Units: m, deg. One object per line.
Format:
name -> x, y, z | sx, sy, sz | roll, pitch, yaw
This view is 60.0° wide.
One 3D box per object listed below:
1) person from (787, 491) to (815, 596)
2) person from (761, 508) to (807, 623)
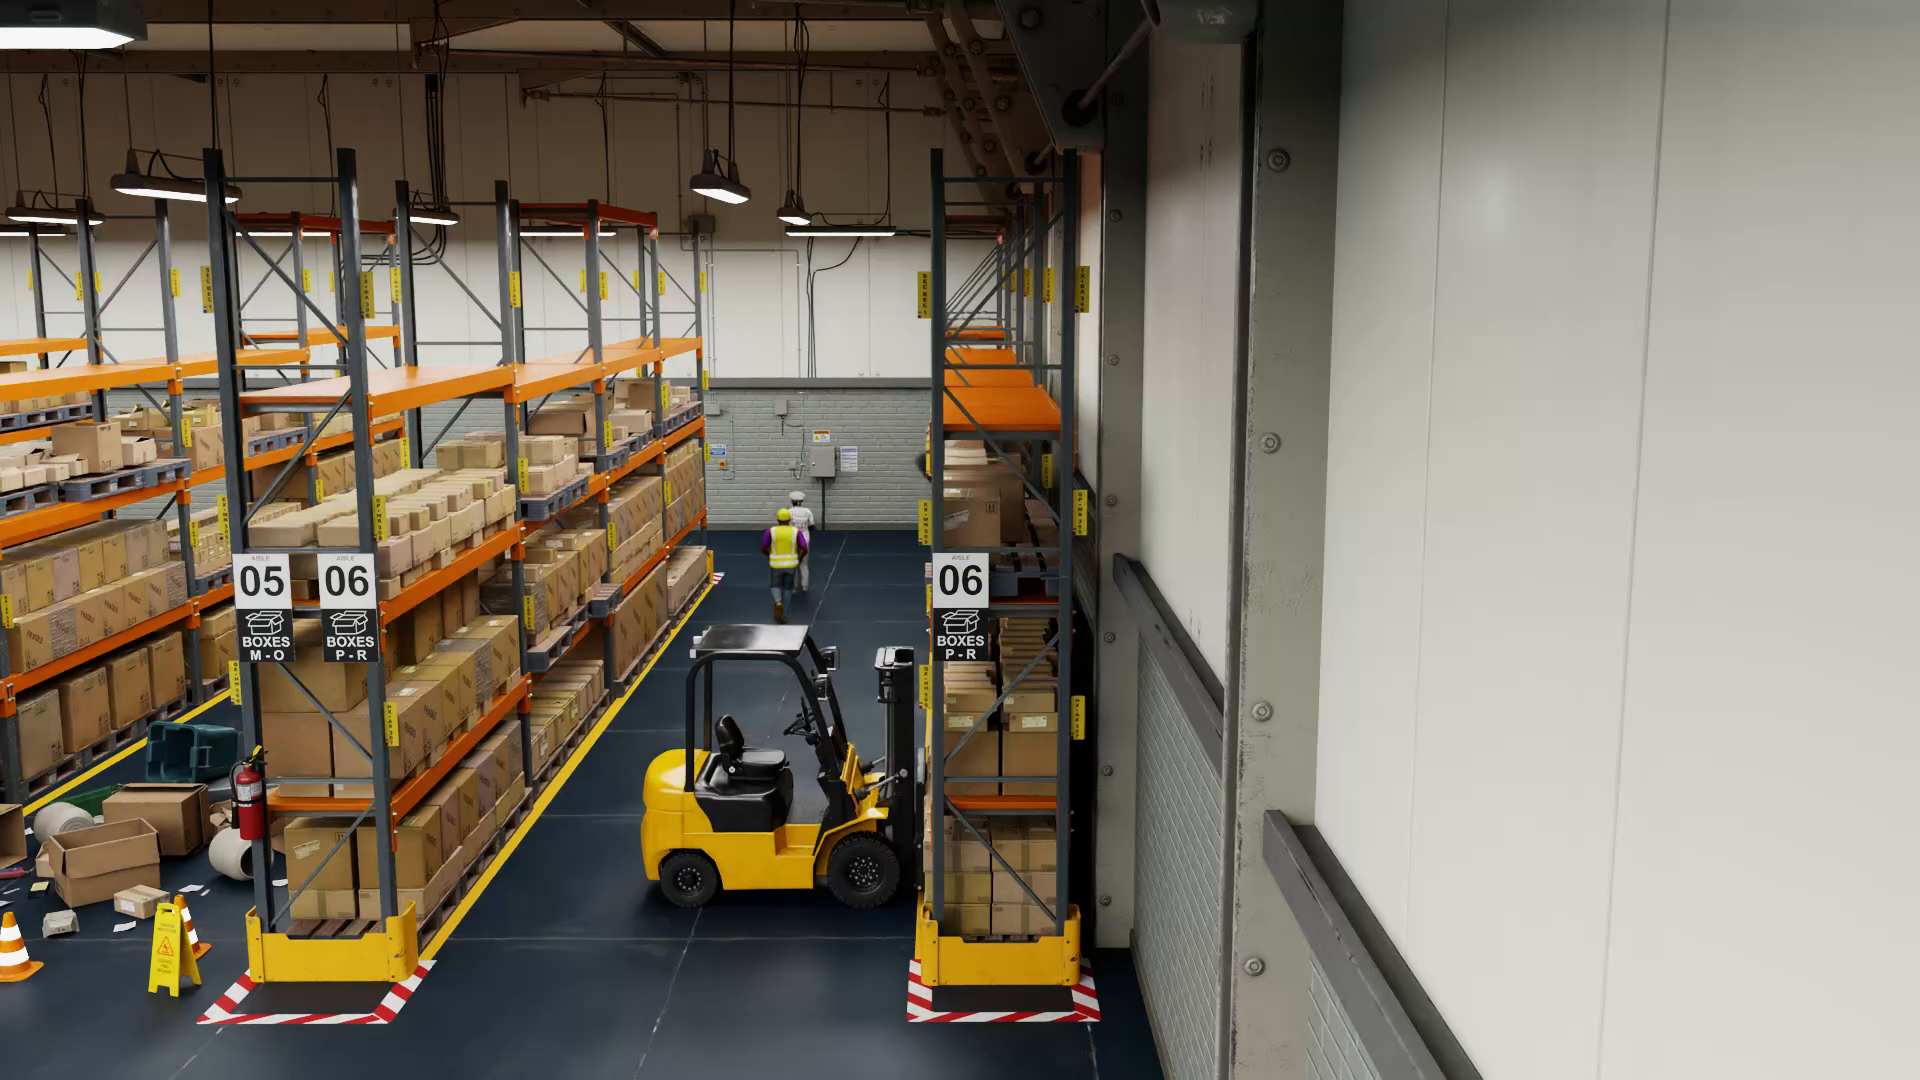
person -> -2.581, 0.100, 26.603 | 0.600, 1.735, 0.851 | -3, 10, -18
person -> -2.608, 0.384, 24.643 | 0.686, 1.722, 0.589 | -1, 9, -9
